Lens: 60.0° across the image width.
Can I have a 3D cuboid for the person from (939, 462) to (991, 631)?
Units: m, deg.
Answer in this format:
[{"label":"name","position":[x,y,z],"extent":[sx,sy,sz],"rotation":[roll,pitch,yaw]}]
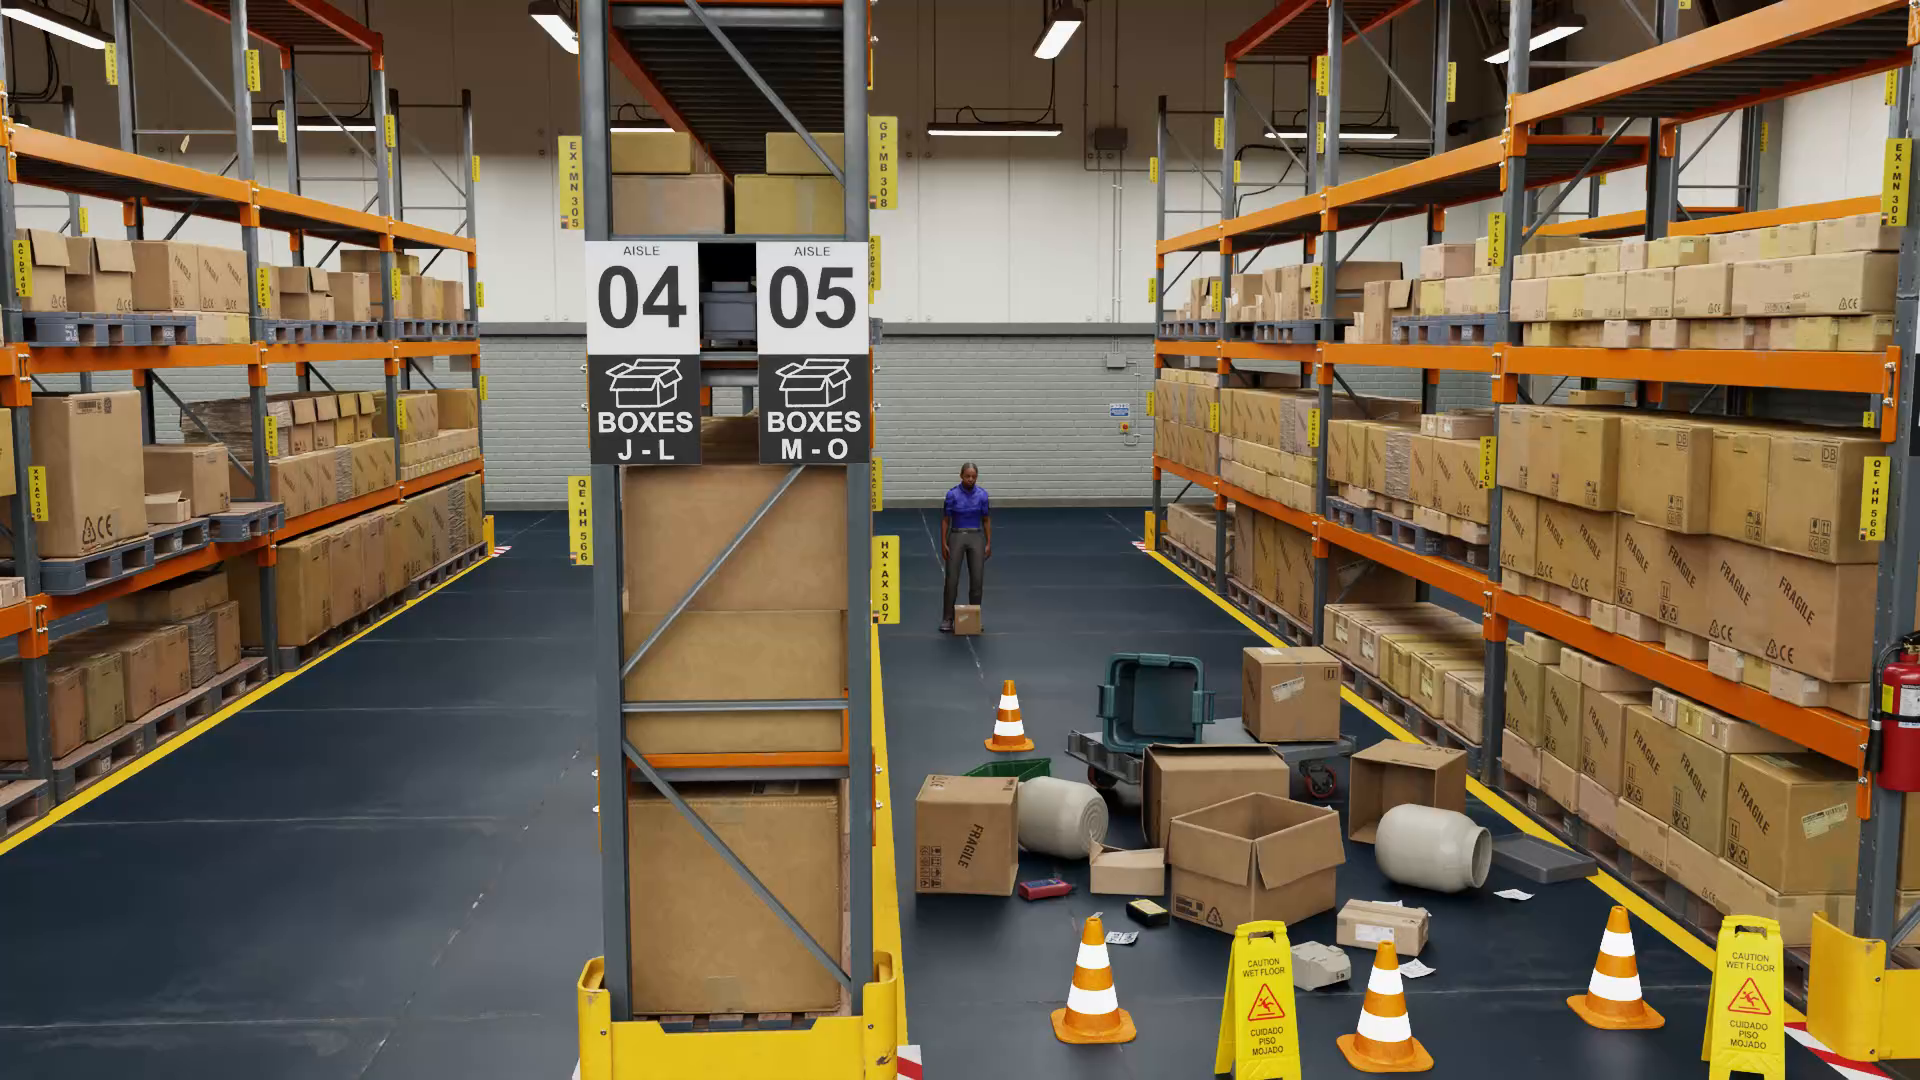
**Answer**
[{"label":"person","position":[0.048,0.052,16.345],"extent":[0.531,1.654,0.351],"rotation":[-1,7,-7]}]
